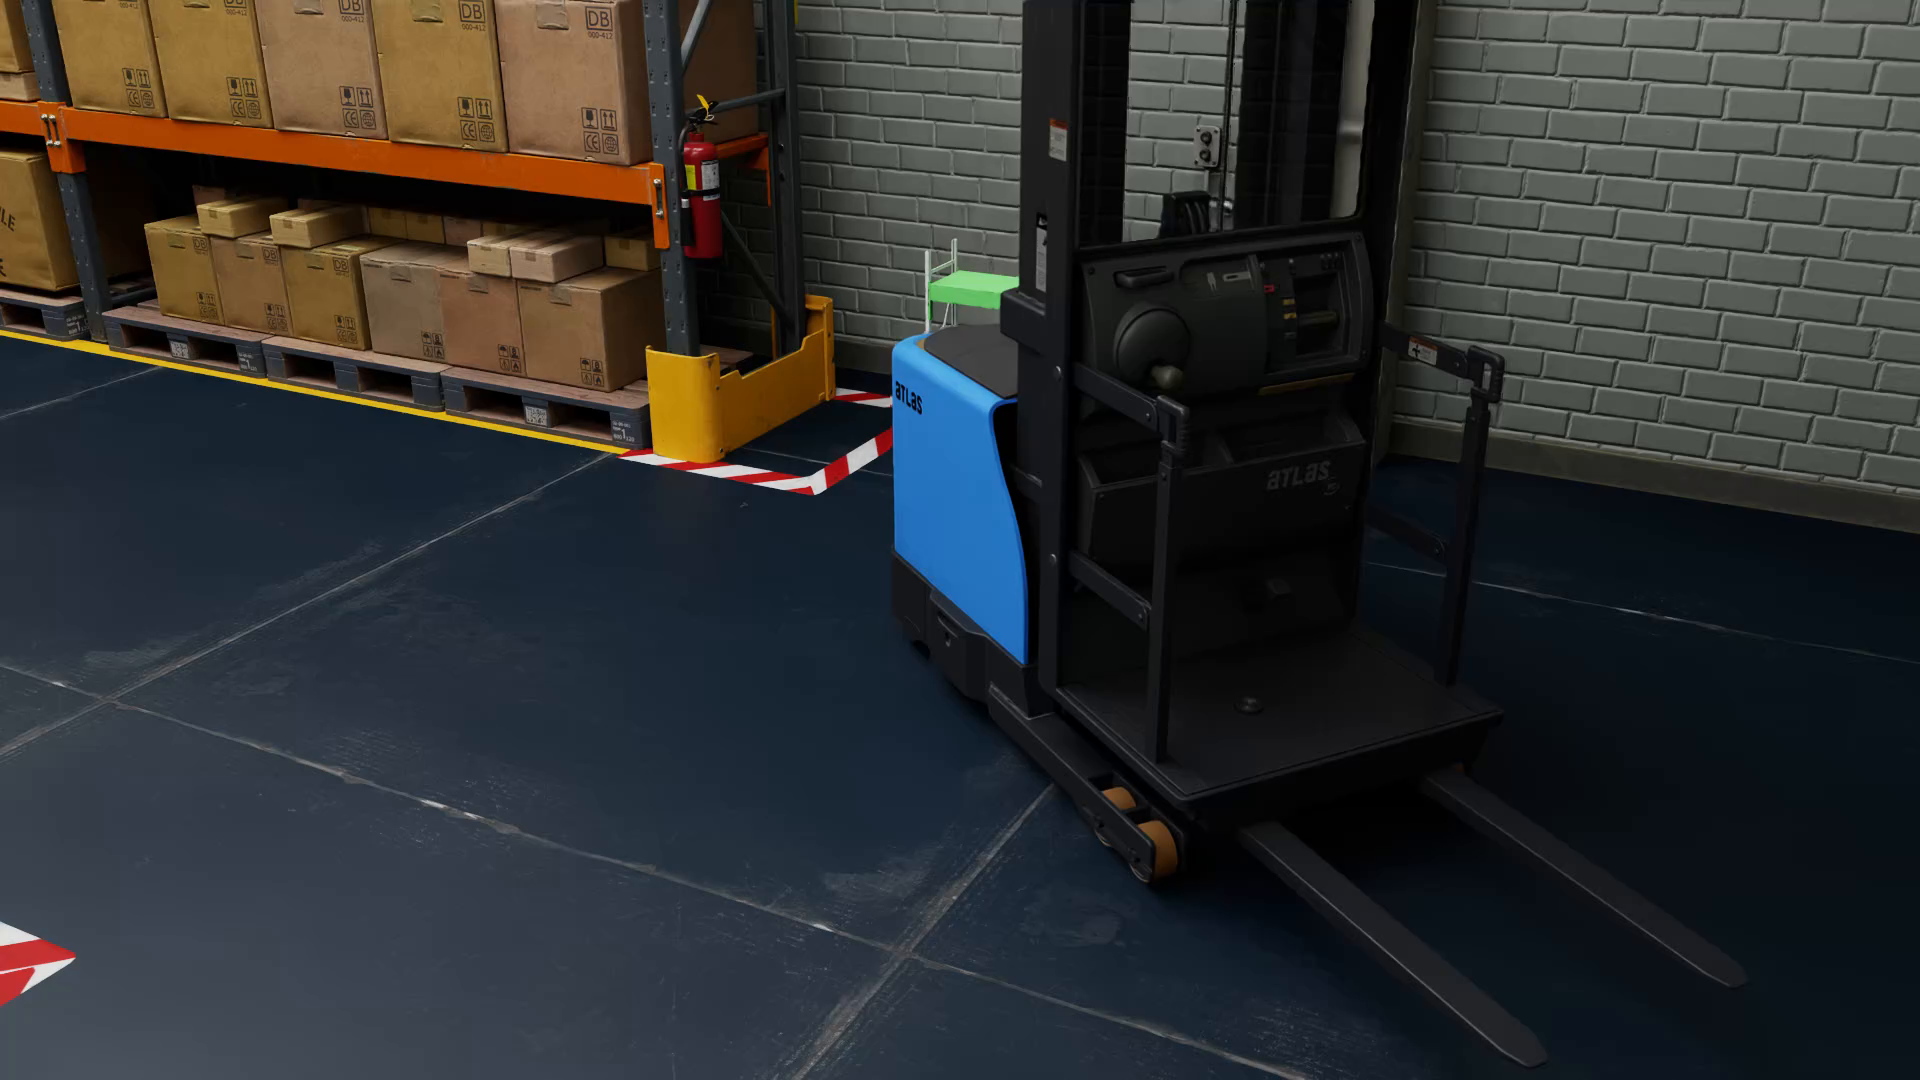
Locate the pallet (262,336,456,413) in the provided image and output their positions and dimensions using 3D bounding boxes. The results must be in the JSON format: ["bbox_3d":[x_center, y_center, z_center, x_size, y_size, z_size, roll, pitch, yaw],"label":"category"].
[{"bbox_3d":[-2.882,-1.003,8.839,1.213,0.211,1.003,11,25,25],"label":"pallet"}]

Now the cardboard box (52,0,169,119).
[{"bbox_3d":[-4.142,-2.700,8.882,0.700,0.700,0.980,12,26,25],"label":"cardboard box"}]

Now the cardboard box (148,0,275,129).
[{"bbox_3d":[-3.493,-2.569,8.574,0.700,0.700,0.980,11,25,23],"label":"cardboard box"}]

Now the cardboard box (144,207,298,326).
[{"bbox_3d":[-3.997,-1.538,9.191,0.500,0.500,0.700,12,26,25],"label":"cardboard box"}]

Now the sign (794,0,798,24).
[{"bbox_3d":[-0.793,-2.584,7.787,0.005,0.325,0.100,11,25,25],"label":"sign"}]

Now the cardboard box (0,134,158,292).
[{"bbox_3d":[-5.257,-1.936,9.681,0.750,0.750,0.750,12,26,25],"label":"cardboard box"}]

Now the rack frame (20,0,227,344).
[{"bbox_3d":[-4.619,-2.663,9.179,0.127,3.000,1.000,11,25,25],"label":"rack frame"}]

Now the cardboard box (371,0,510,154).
[{"bbox_3d":[-2.163,-2.306,7.956,0.700,0.700,0.980,11,25,24],"label":"cardboard box"}]

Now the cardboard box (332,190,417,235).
[{"bbox_3d":[-3.106,-1.748,8.856,0.250,0.149,0.380,11,26,25],"label":"cardboard box"}]

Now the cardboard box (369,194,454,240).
[{"bbox_3d":[-2.875,-1.703,8.750,0.250,0.149,0.380,11,25,24],"label":"cardboard box"}]

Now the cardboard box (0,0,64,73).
[{"bbox_3d":[-5.144,-2.849,9.082,0.500,0.500,0.500,11,25,24],"label":"cardboard box"}]

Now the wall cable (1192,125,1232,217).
[{"bbox_3d":[0.521,-2.528,7.565,1.851,1.984,0.084,11,25,25],"label":"wall cable"}]

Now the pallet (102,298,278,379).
[{"bbox_3d":[-3.975,-1.218,9.345,1.213,0.211,1.003,11,25,25],"label":"pallet"}]

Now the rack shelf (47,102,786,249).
[{"bbox_3d":[-2.834,-1.979,8.489,4.000,0.370,1.077,11,25,25],"label":"rack shelf"}]

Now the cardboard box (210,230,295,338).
[{"bbox_3d":[-3.551,-1.448,8.980,0.500,0.500,0.700,11,25,24],"label":"cardboard box"}]

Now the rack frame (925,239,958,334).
[{"bbox_3d":[-0.070,-0.566,6.548,0.015,1.200,0.240,11,25,25],"label":"rack frame"}]

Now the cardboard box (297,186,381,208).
[{"bbox_3d":[-3.331,-1.793,8.962,0.250,0.149,0.380,10,25,23],"label":"cardboard box"}]

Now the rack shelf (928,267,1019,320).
[{"bbox_3d":[0.148,-0.906,6.284,0.480,0.148,0.258,11,25,25],"label":"rack shelf"}]

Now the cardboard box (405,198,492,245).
[{"bbox_3d":[-2.649,-1.658,8.644,0.250,0.149,0.380,11,26,25],"label":"cardboard box"}]

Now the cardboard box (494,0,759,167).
[{"bbox_3d":[-1.509,-2.181,7.663,0.700,0.700,0.980,12,26,27],"label":"cardboard box"}]

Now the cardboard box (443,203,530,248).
[{"bbox_3d":[-2.420,-1.613,8.538,0.250,0.149,0.380,12,26,25],"label":"cardboard box"}]

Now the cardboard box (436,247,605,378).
[{"bbox_3d":[-2.165,-1.177,8.341,0.500,0.500,0.700,11,25,24],"label":"cardboard box"}]

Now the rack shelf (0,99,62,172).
[{"bbox_3d":[-6.403,-2.685,10.150,4.000,0.370,1.077,11,25,25],"label":"rack shelf"}]

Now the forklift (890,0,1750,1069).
[{"bbox_3d":[0.851,-0.610,4.438,1.130,2.935,3.031,-11,25,-24],"label":"forklift"}]

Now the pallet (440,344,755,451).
[{"bbox_3d":[-1.798,-0.787,8.332,1.213,0.211,1.003,11,25,25],"label":"pallet"}]

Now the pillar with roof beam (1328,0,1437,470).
[{"bbox_3d":[-0.191,-3.039,2.398,0.400,9.000,9.100,11,25,25],"label":"pillar with roof beam"}]

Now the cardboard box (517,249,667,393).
[{"bbox_3d":[-1.719,-1.088,8.134,0.500,0.500,0.700,11,25,25],"label":"cardboard box"}]

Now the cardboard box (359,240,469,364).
[{"bbox_3d":[-2.614,-1.265,8.550,0.500,0.500,0.700,10,25,23],"label":"cardboard box"}]

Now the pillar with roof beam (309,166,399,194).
[{"bbox_3d":[-5.546,-4.099,4.889,0.400,9.000,9.100,11,25,25],"label":"pillar with roof beam"}]

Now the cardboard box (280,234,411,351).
[{"bbox_3d":[-3.094,-1.357,8.765,0.500,0.500,0.700,12,26,26],"label":"cardboard box"}]

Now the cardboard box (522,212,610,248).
[{"bbox_3d":[-1.969,-1.524,8.329,0.250,0.149,0.380,11,26,25],"label":"cardboard box"}]

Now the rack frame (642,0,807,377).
[{"bbox_3d":[-1.049,-1.957,7.518,0.127,3.000,1.000,11,25,25],"label":"rack frame"}]

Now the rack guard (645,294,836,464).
[{"bbox_3d":[-1.027,-0.802,7.997,0.348,0.500,1.175,11,25,25],"label":"rack guard"}]

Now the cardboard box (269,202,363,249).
[{"bbox_3d":[-3.308,-1.620,8.556,0.250,0.149,0.380,10,25,23],"label":"cardboard box"}]

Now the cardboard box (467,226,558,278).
[{"bbox_3d":[-2.144,-1.391,8.016,0.250,0.149,0.380,12,26,26],"label":"cardboard box"}]

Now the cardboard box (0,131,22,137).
[{"bbox_3d":[-6.052,-2.092,10.047,0.750,0.750,0.750,12,26,26],"label":"cardboard box"}]

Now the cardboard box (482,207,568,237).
[{"bbox_3d":[-2.192,-1.568,8.433,0.250,0.149,0.380,11,26,25],"label":"cardboard box"}]

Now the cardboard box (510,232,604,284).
[{"bbox_3d":[-1.916,-1.346,7.910,0.250,0.149,0.380,11,25,24],"label":"cardboard box"}]

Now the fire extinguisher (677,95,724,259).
[{"bbox_3d":[-1.122,-1.562,7.165,0.183,0.674,0.296,11,25,25],"label":"fire extinguisher"}]

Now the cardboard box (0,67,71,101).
[{"bbox_3d":[-5.048,-2.517,9.132,0.250,0.149,0.380,11,26,25],"label":"cardboard box"}]

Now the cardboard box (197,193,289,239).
[{"bbox_3d":[-3.774,-1.712,8.772,0.250,0.149,0.380,12,26,26],"label":"cardboard box"}]

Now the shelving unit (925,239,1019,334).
[{"bbox_3d":[0.148,-0.523,6.446,0.503,1.200,0.258,11,25,25],"label":"shelving unit"}]

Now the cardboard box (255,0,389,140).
[{"bbox_3d":[-2.839,-2.444,8.280,0.700,0.700,0.980,10,25,22],"label":"cardboard box"}]

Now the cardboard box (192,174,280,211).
[{"bbox_3d":[-4.037,-1.932,9.288,0.250,0.149,0.380,11,25,24],"label":"cardboard box"}]

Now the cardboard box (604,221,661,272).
[{"bbox_3d":[-1.517,-1.435,8.119,0.250,0.149,0.380,11,26,25],"label":"cardboard box"}]

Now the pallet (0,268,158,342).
[{"bbox_3d":[-5.341,-1.490,9.983,1.213,0.211,1.003,11,25,25],"label":"pallet"}]
